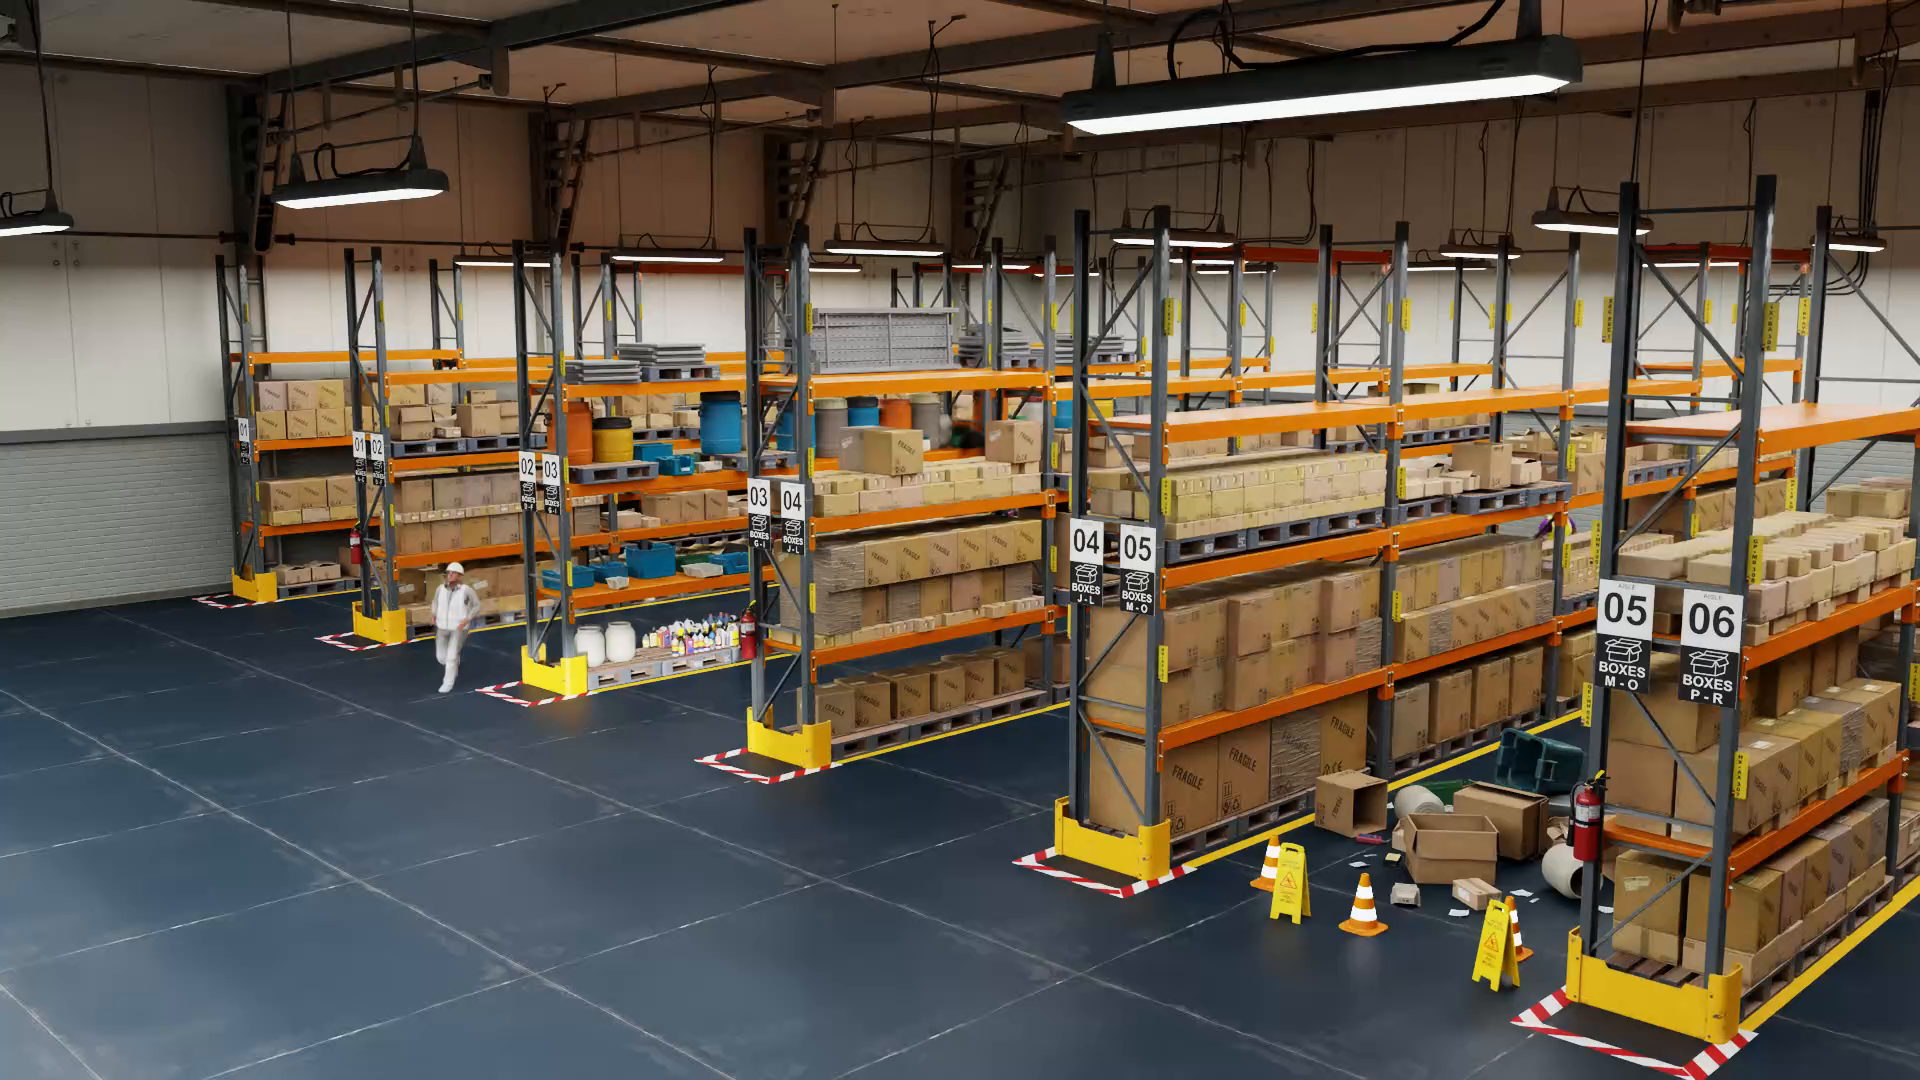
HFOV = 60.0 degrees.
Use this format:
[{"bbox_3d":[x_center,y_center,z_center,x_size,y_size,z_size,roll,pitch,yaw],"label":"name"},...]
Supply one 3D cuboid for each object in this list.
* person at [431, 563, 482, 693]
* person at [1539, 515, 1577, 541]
[{"bbox_3d":[-6.777,1.154,22.394,0.685,1.735,0.681,1,8,9],"label":"person"},{"bbox_3d":[10.695,0.140,29.638,0.736,1.697,0.534,-1,8,-9],"label":"person"}]
